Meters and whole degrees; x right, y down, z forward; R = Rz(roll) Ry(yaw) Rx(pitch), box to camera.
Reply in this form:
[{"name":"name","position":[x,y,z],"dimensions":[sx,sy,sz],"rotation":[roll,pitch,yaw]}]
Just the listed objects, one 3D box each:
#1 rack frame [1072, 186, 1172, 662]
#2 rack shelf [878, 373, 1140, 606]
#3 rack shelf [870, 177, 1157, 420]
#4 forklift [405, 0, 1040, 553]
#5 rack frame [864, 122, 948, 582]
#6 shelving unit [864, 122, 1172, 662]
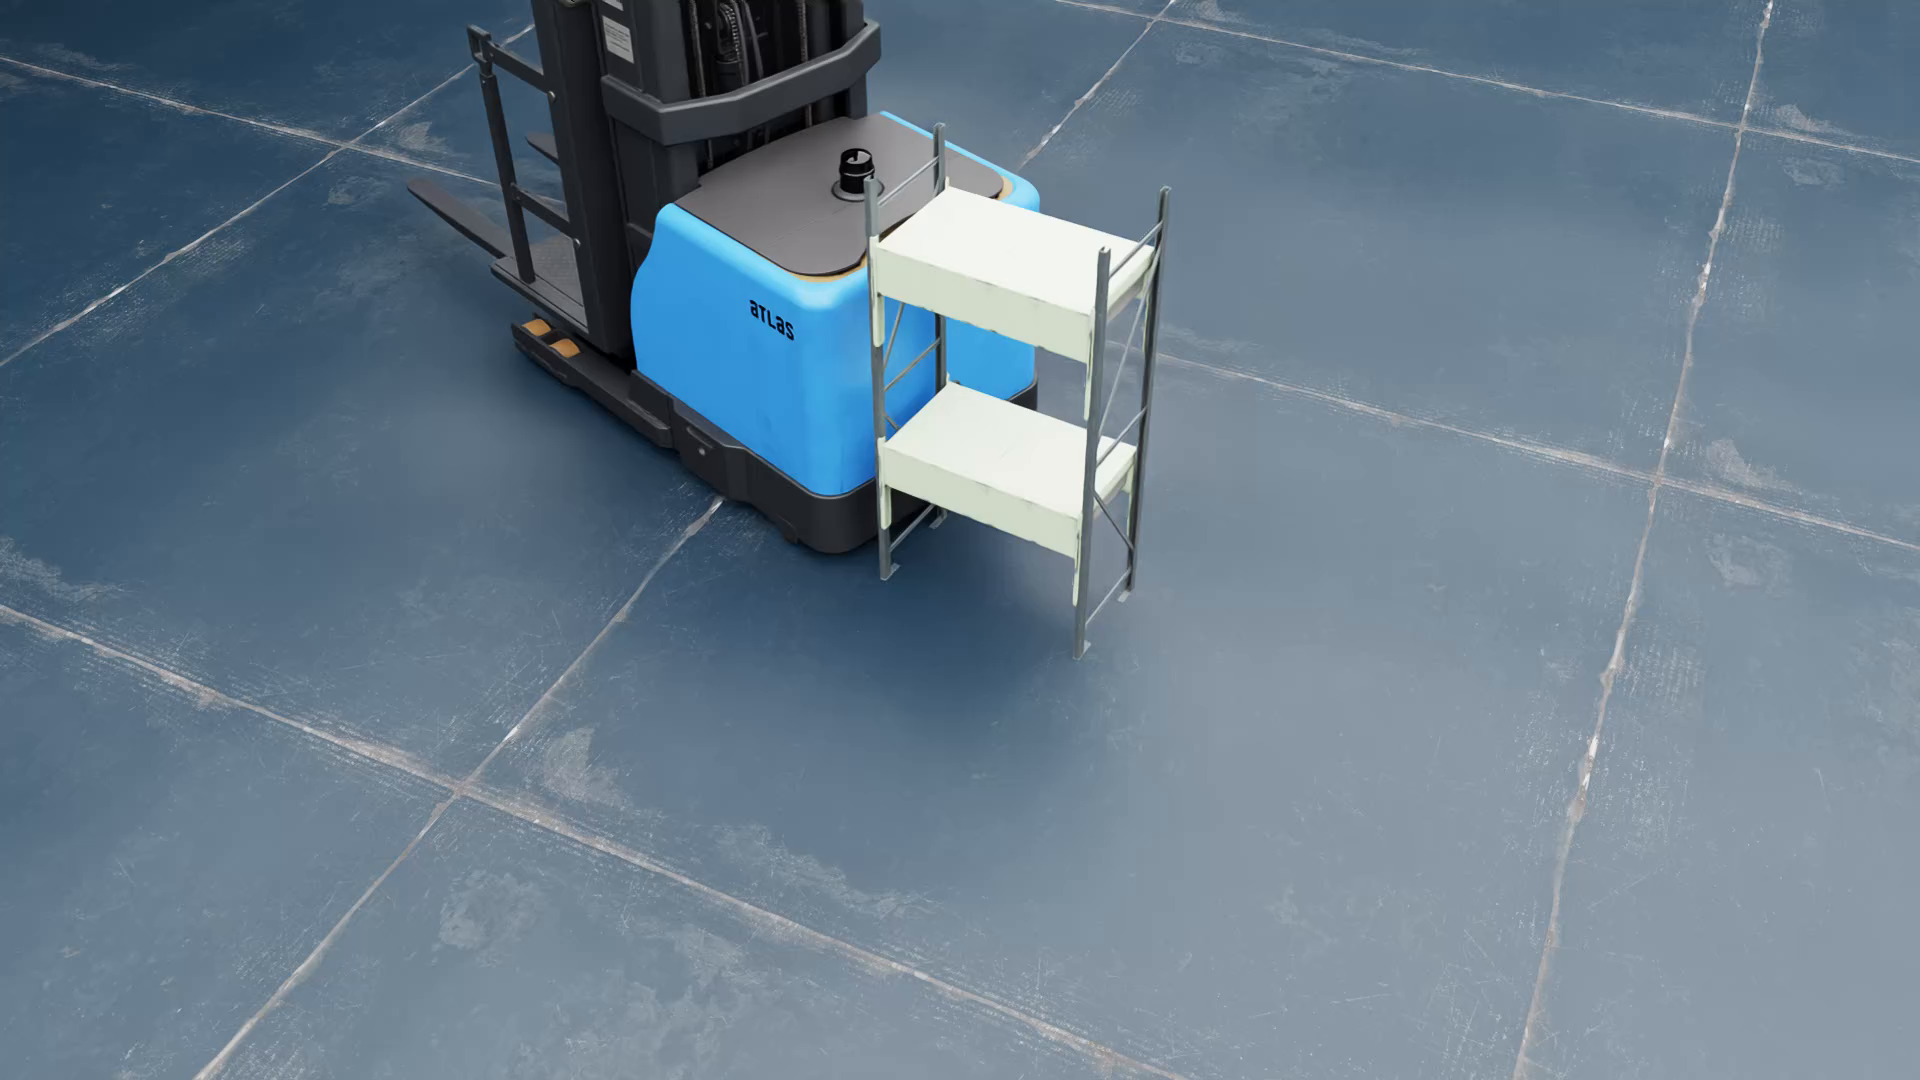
[{"name":"rack frame","position":[0.471,-0.294,4.944],"dimensions":[0.023,1.500,0.400],"rotation":[22,45,23]},{"name":"rack shelf","position":[0.158,-0.171,5.300],"dimensions":[0.720,0.370,0.431],"rotation":[22,45,23]},{"name":"rack shelf","position":[0.158,-0.712,4.831],"dimensions":[0.720,0.370,0.431],"rotation":[22,45,23]},{"name":"forklift","position":[-1.108,-1.929,5.737],"dimensions":[1.130,2.935,3.031],"rotation":[-32,50,-32]},{"name":"rack frame","position":[-0.156,-0.541,5.229],"dimensions":[0.023,1.500,0.400],"rotation":[22,45,23]},{"name":"shelving unit","position":[0.158,-0.418,5.087],"dimensions":[0.755,1.500,0.431],"rotation":[22,45,23]}]
